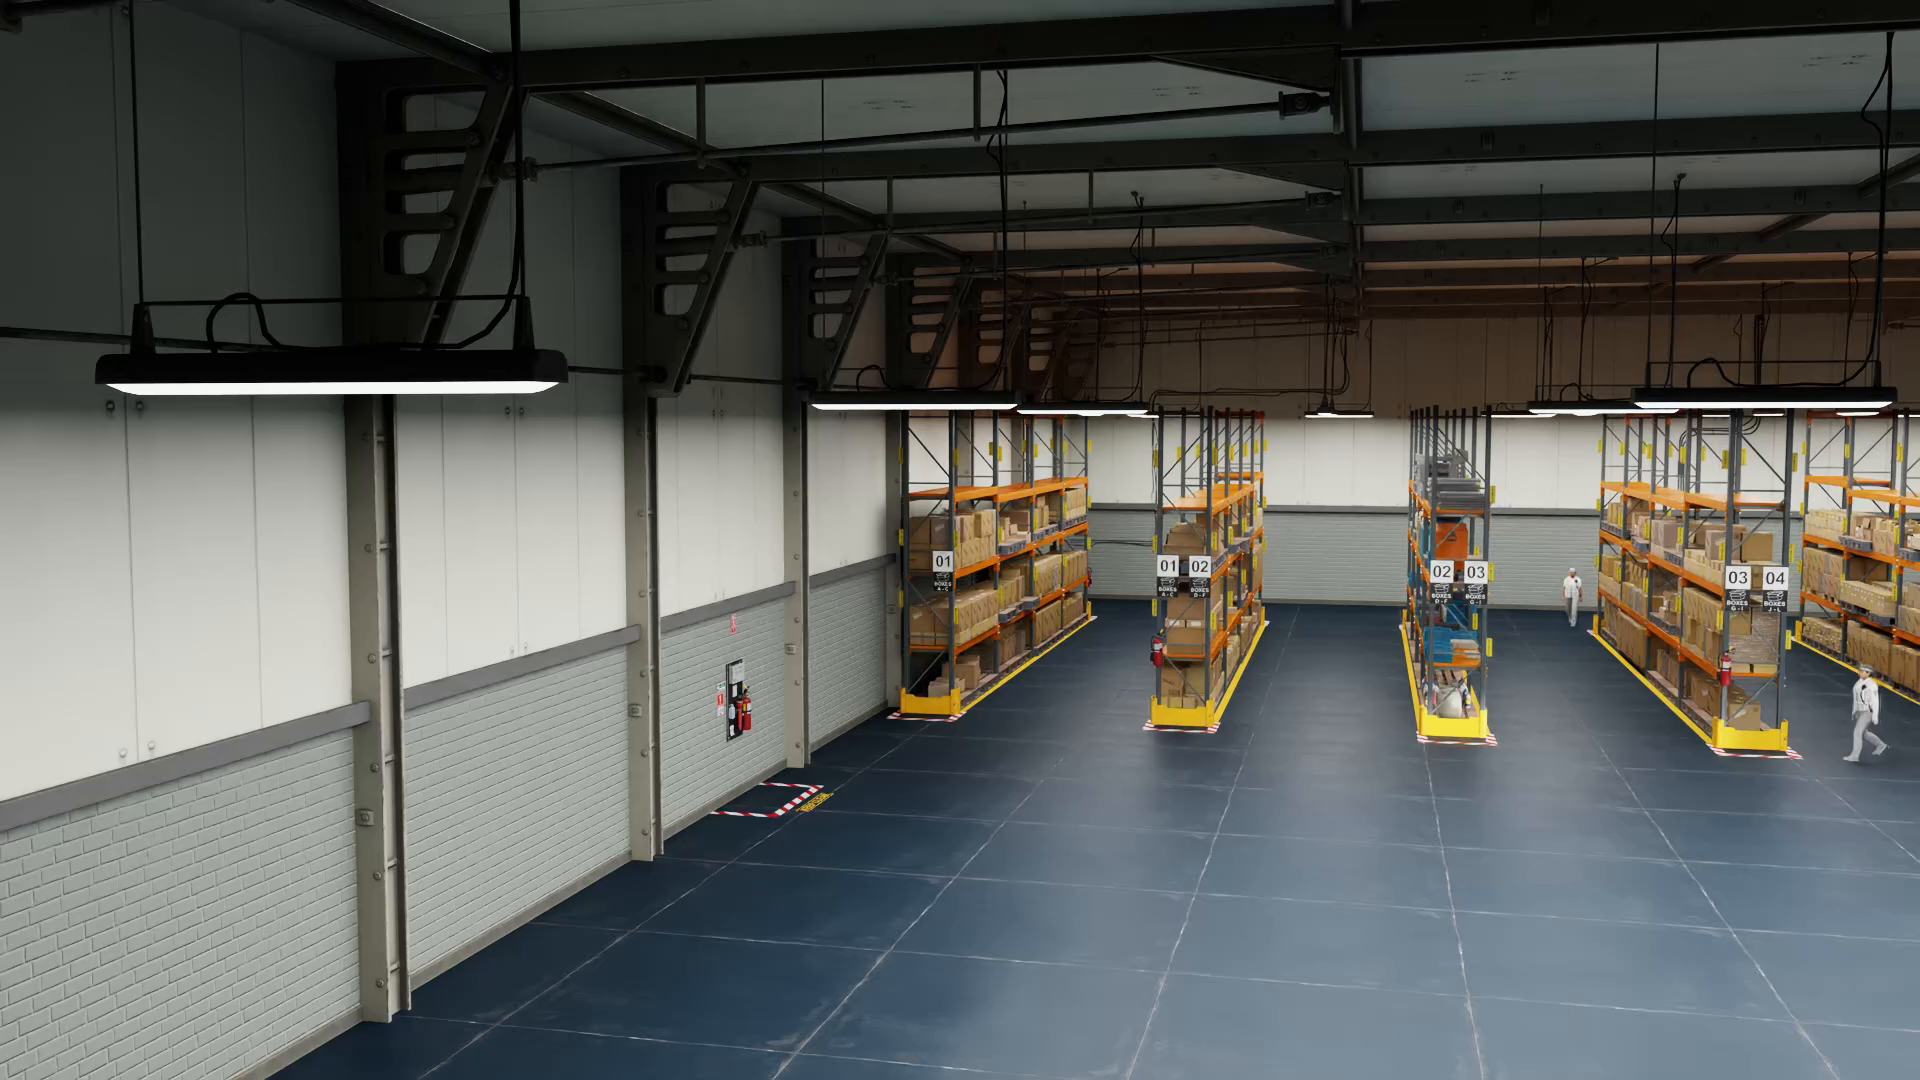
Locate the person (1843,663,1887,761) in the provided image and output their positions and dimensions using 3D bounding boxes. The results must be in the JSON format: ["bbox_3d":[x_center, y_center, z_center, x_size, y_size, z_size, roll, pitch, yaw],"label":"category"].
[{"bbox_3d":[15.247,2.877,27.929,0.930,1.635,0.484,-1,4,-11],"label":"person"}]

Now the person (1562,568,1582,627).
[{"bbox_3d":[17.071,1.574,46.355,0.503,1.614,0.949,3,5,31],"label":"person"}]
